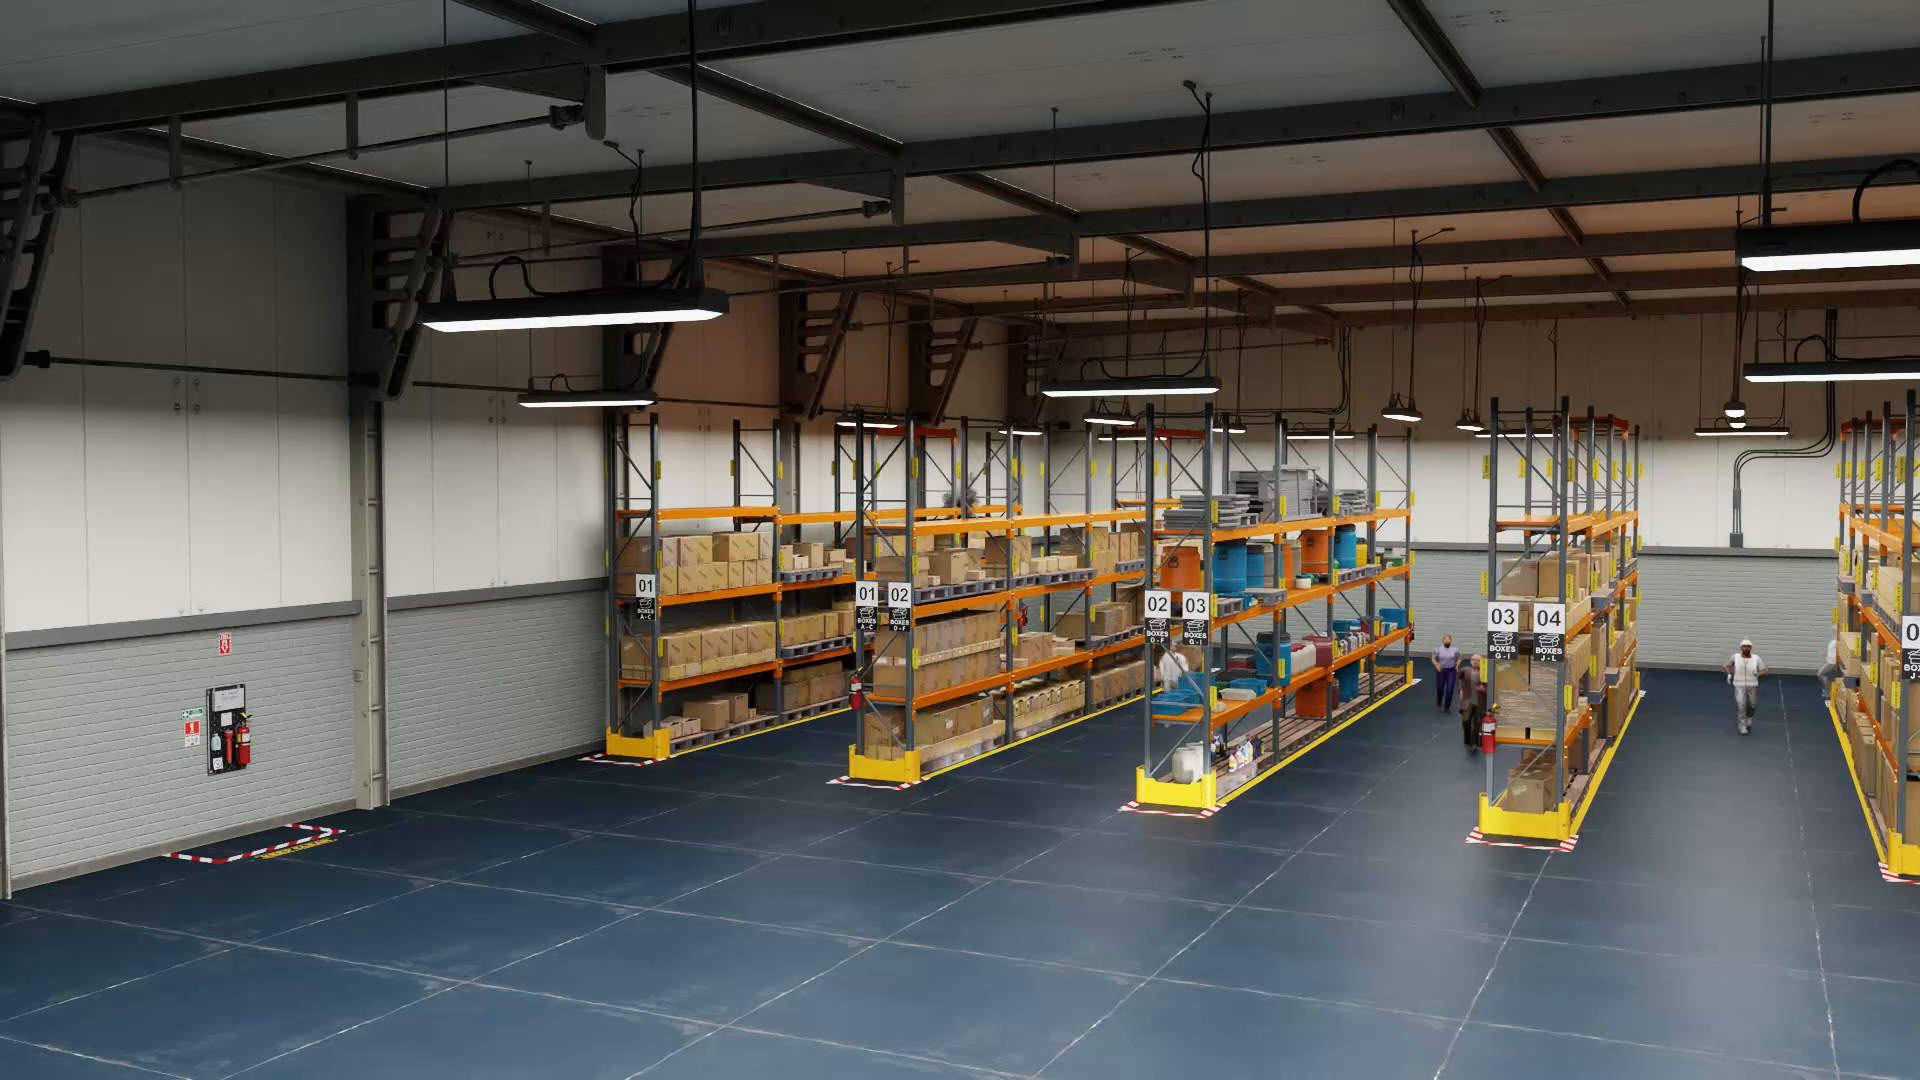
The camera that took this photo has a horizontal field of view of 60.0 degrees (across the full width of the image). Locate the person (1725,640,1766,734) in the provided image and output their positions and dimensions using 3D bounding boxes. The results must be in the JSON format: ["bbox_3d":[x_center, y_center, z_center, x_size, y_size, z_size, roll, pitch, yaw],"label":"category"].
[{"bbox_3d":[14.959,2.781,31.670,0.696,1.763,0.941,1,3,21],"label":"person"}]

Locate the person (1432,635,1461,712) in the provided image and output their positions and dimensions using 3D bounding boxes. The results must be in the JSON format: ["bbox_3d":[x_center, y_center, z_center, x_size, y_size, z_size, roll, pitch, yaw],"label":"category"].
[{"bbox_3d":[10.077,2.754,34.442,0.596,1.600,0.544,0,2,12],"label":"person"}]

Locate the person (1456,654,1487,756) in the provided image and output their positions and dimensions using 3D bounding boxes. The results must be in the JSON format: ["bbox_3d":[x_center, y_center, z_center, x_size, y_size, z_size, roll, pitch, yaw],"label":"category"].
[{"bbox_3d":[9.071,2.899,29.264,0.688,1.803,0.843,1,3,21],"label":"person"}]

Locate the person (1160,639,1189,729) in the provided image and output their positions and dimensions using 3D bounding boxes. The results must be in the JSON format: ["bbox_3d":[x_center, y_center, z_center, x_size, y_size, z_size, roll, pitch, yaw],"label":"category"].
[{"bbox_3d":[4.174,2.786,32.564,0.616,1.703,0.924,1,3,20],"label":"person"}]

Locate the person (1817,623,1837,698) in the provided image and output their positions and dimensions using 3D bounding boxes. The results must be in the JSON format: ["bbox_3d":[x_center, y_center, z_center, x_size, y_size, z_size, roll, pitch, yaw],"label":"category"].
[{"bbox_3d":[19.142,2.647,36.385,0.682,1.720,0.781,2,3,38],"label":"person"}]
